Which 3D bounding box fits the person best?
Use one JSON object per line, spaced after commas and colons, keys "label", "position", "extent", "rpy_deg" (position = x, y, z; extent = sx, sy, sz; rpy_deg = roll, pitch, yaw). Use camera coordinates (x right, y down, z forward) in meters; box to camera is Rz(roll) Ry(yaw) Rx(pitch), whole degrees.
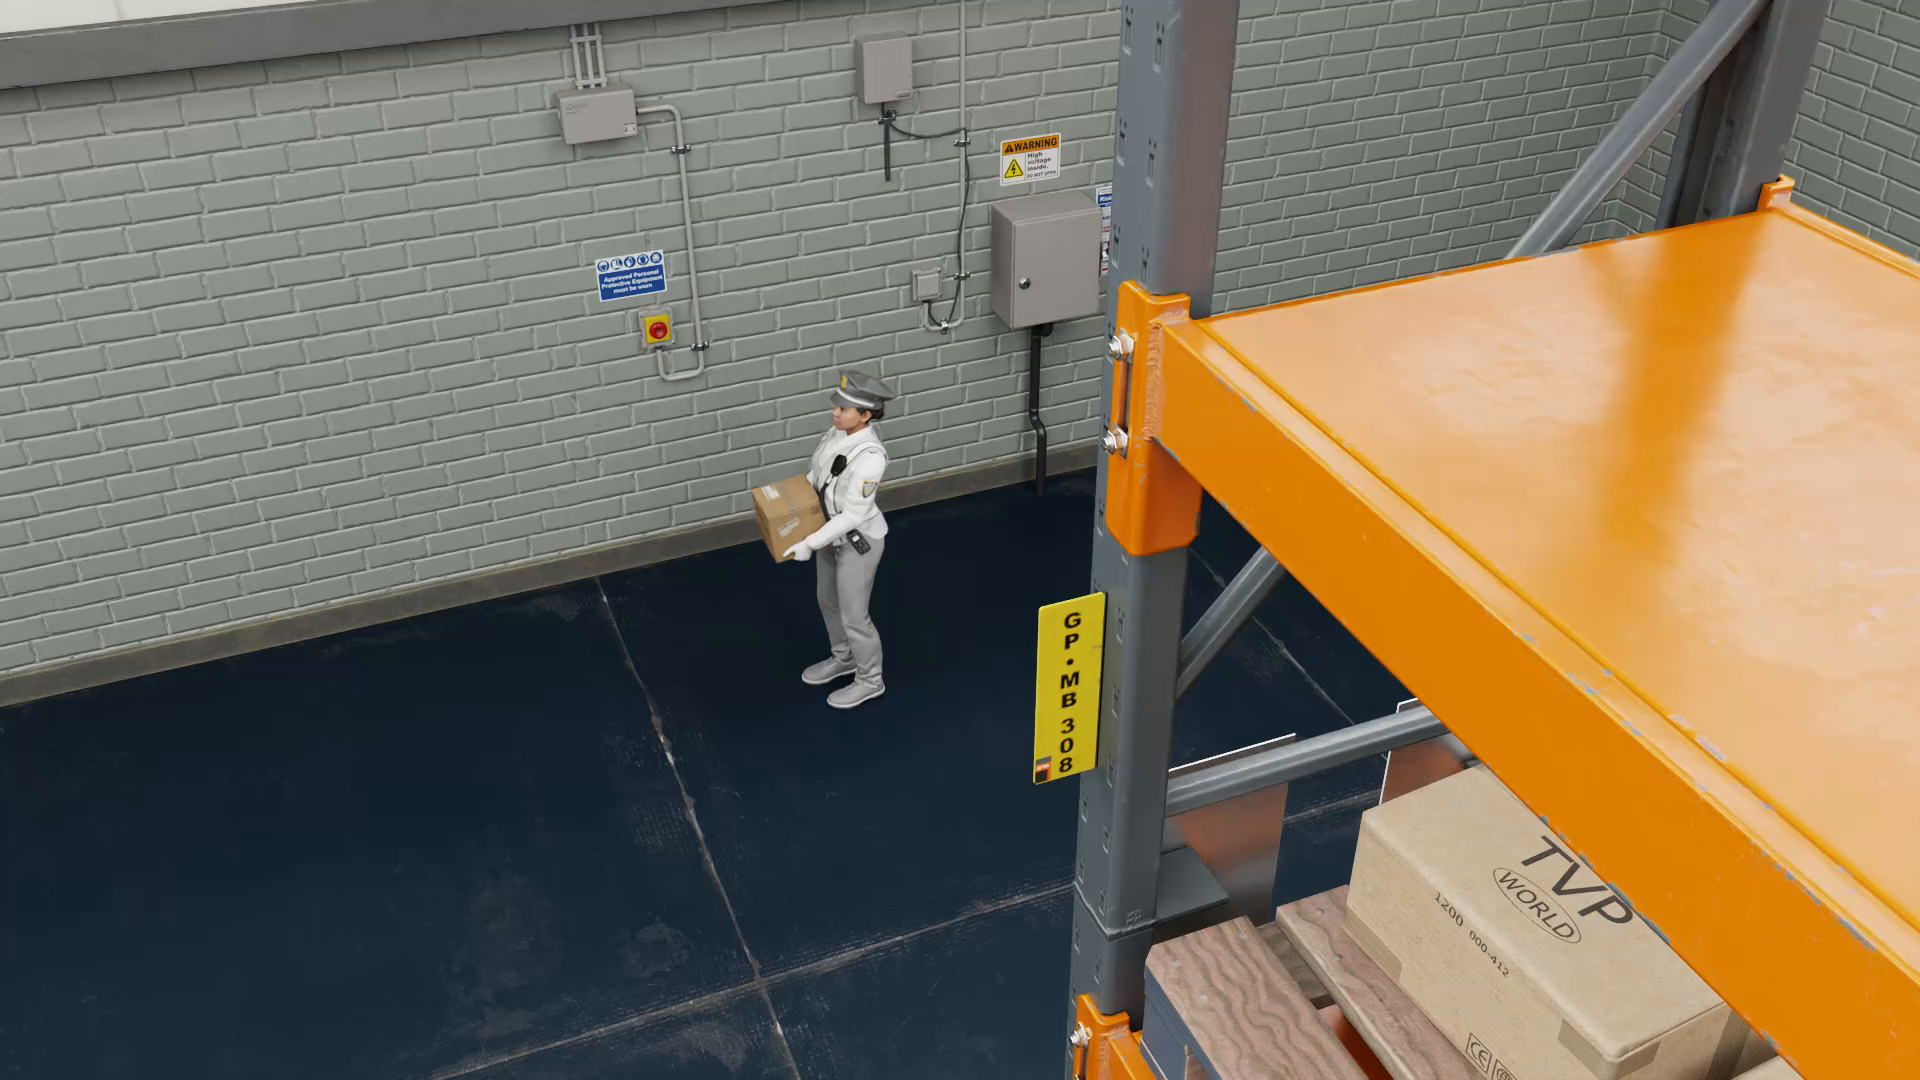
{"label": "person", "position": [-0.562, 0.002, 7.497], "extent": [0.564, 1.686, 0.460], "rpy_deg": [-13, 36, -19]}
